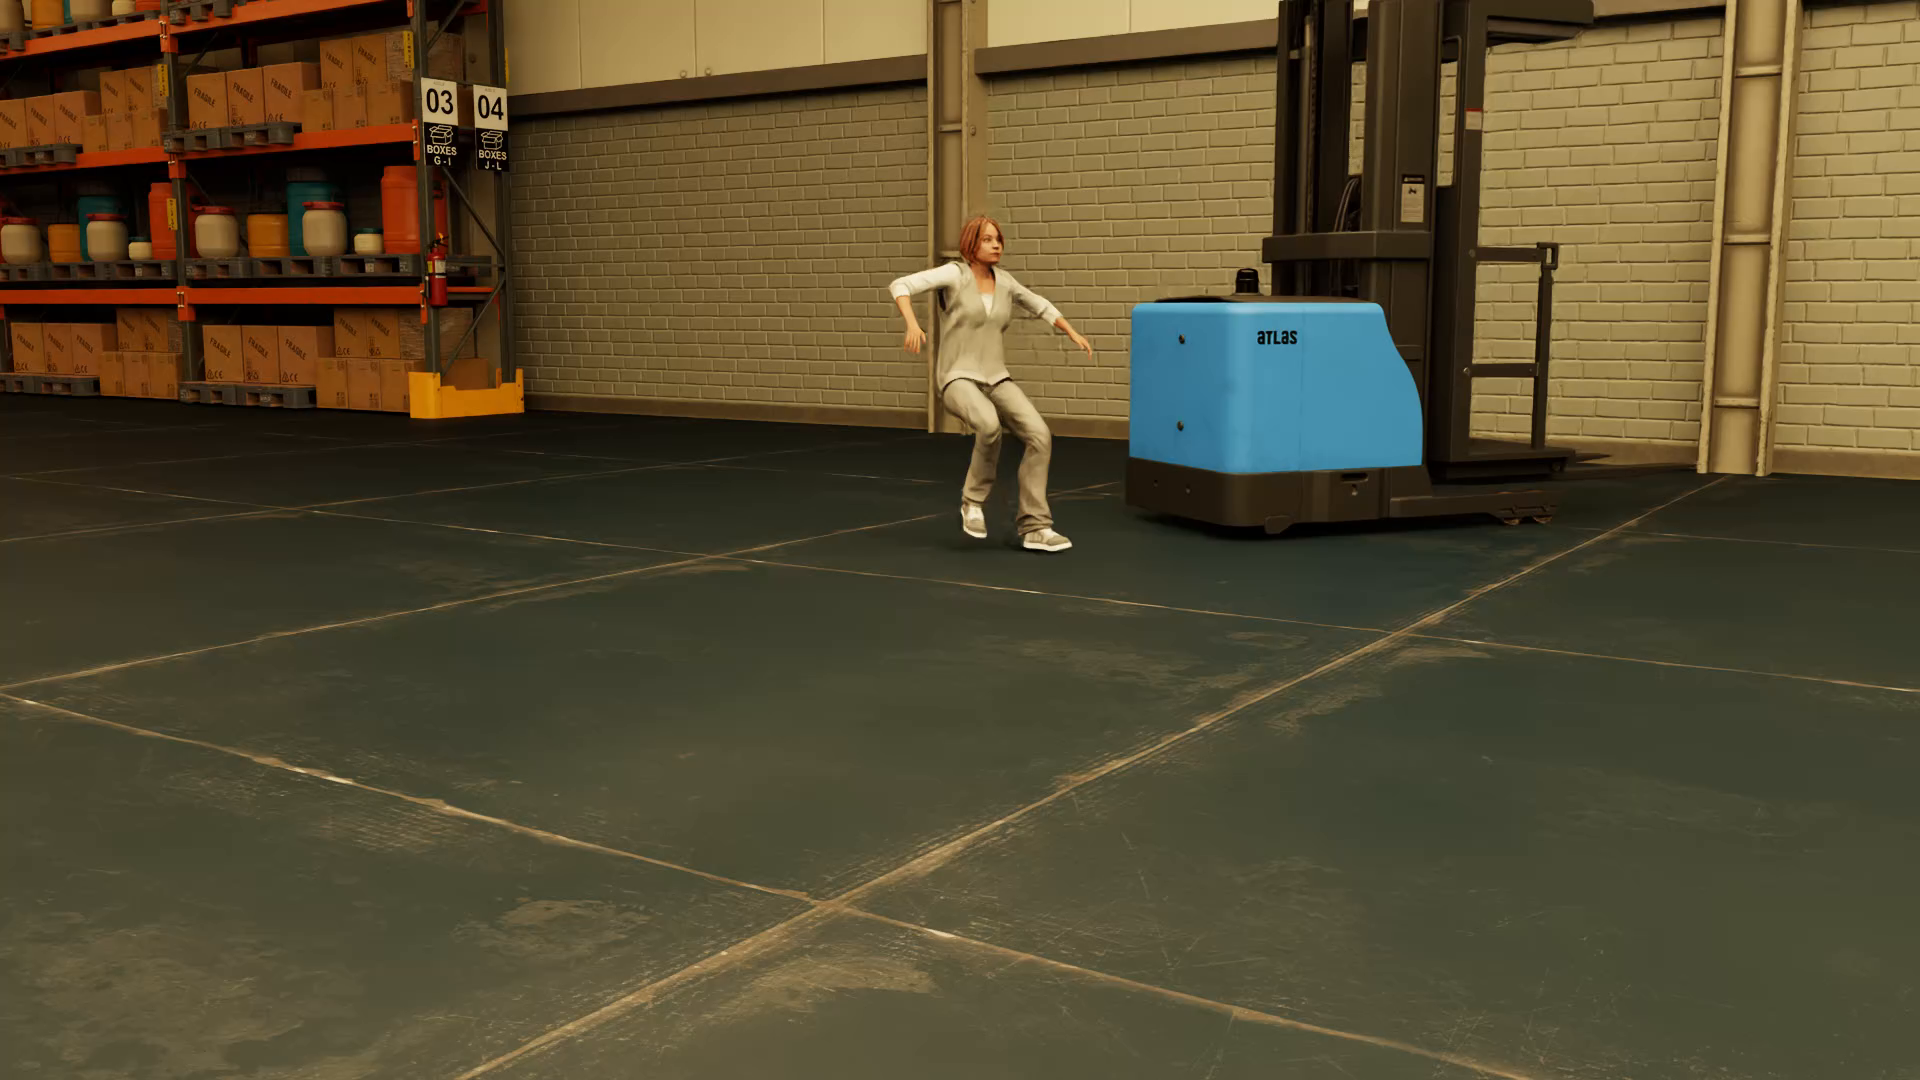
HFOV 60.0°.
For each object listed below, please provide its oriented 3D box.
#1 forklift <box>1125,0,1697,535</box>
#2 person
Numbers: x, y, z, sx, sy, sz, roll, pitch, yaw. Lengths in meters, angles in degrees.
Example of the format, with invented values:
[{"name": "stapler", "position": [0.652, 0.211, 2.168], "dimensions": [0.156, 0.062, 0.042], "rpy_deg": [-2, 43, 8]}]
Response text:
[{"name": "forklift", "position": [2.398, -1.588, 8.358], "dimensions": [3.031, 2.935, 1.130], "rpy_deg": [-4, 9, -23]}, {"name": "person", "position": [0.198, -0.689, 7.249], "dimensions": [0.960, 1.446, 0.691], "rpy_deg": [-5, 9, -30]}]
